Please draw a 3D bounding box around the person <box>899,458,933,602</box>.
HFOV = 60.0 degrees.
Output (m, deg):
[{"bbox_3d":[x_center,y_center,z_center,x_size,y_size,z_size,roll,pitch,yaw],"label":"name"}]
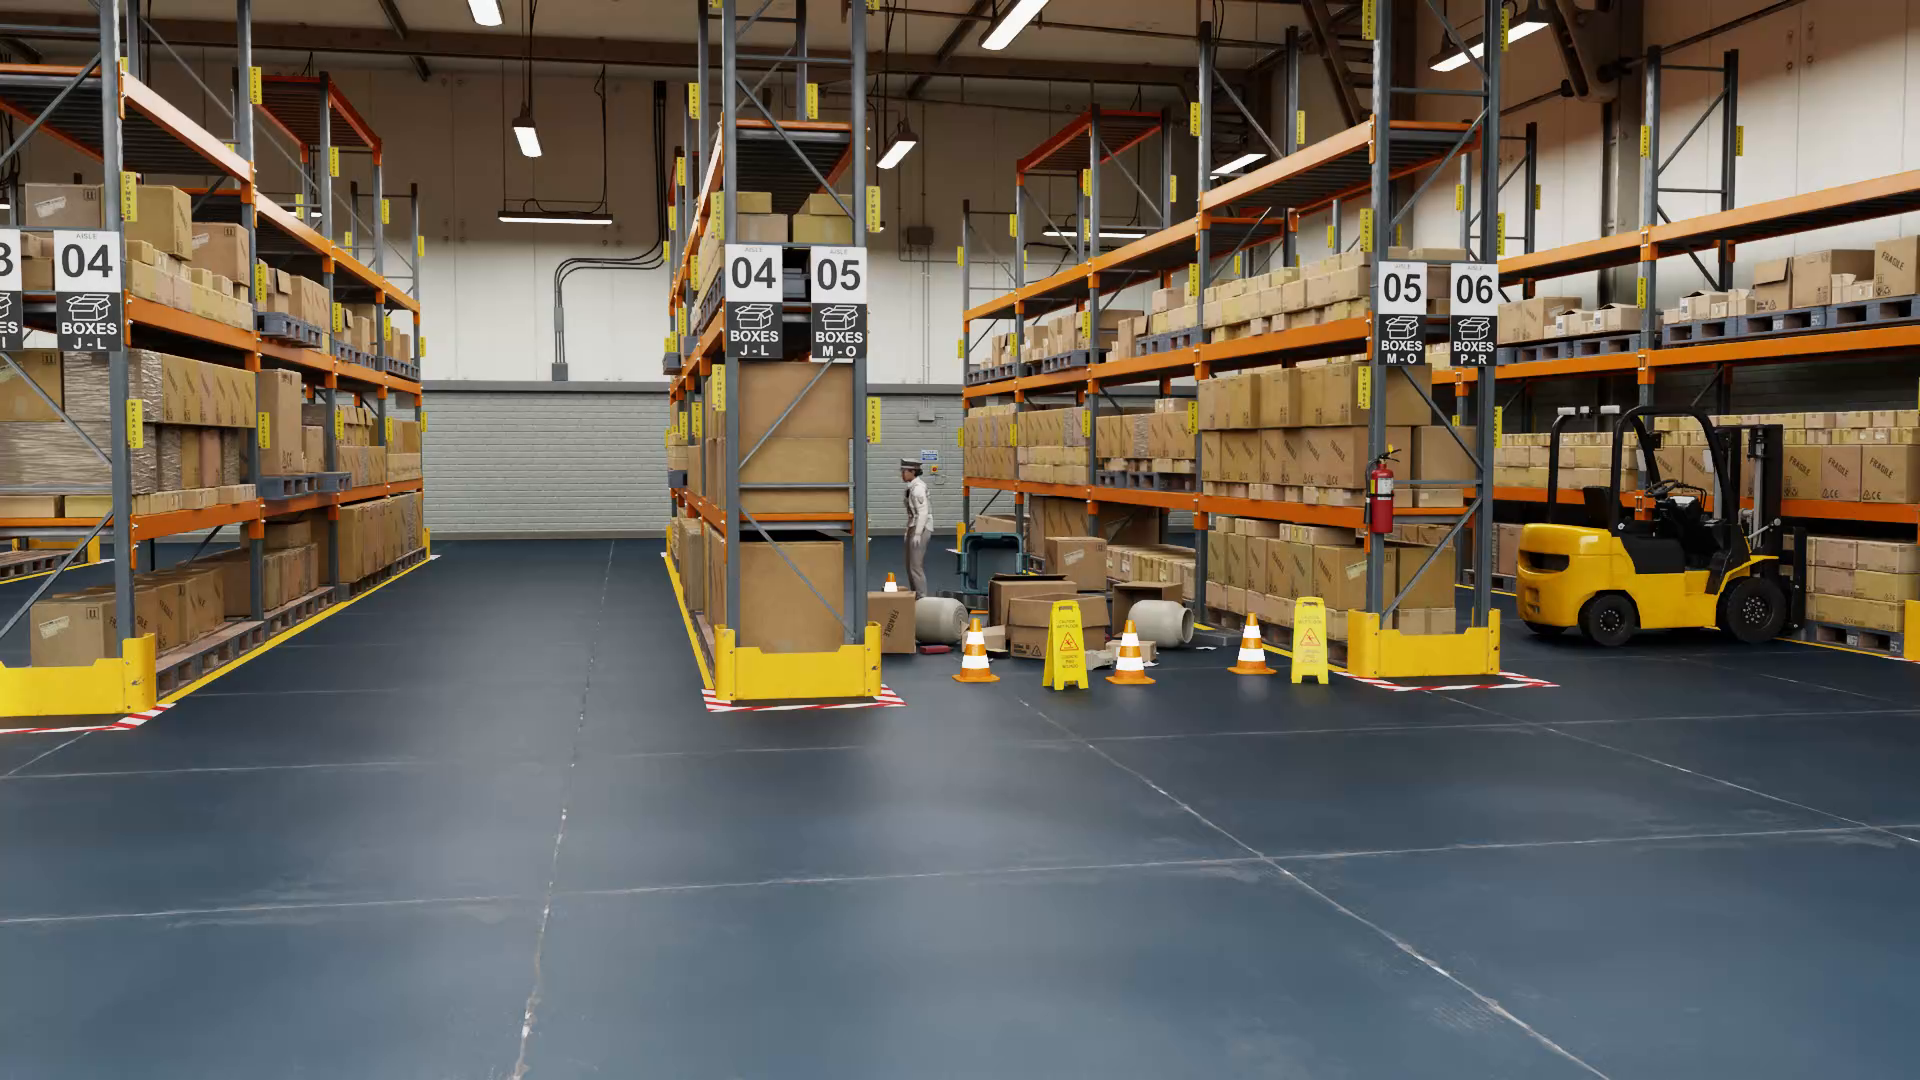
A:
[{"bbox_3d":[-0.487,-0.063,18.271,0.377,1.663,0.538,-1,3,-13],"label":"person"}]
